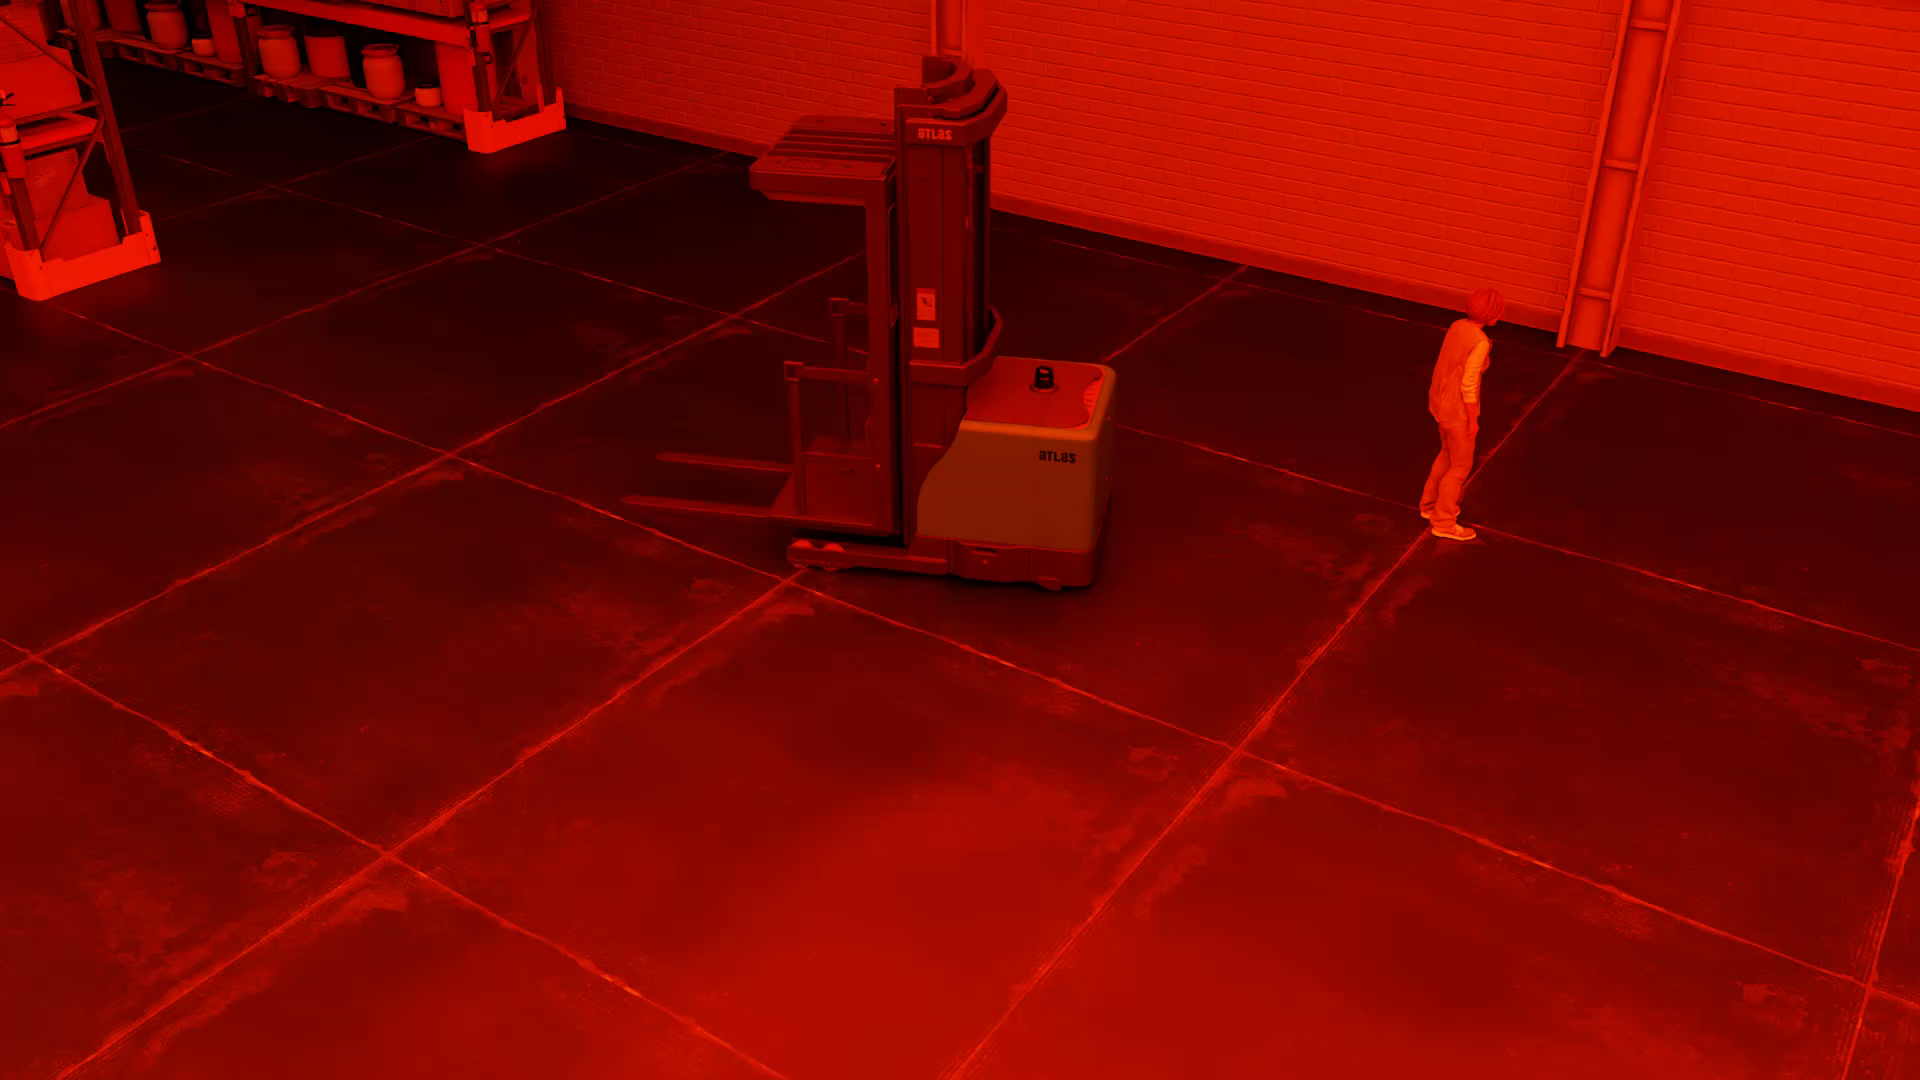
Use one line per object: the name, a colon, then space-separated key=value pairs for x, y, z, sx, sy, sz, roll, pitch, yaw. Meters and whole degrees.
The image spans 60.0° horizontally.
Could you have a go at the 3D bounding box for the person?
person: x=3.083 y=-0.790 z=10.279 sx=0.348 sy=1.590 sz=0.468 roll=-2 pitch=30 yaw=-4

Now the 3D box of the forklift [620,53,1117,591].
forklift: x=-0.596 y=-1.330 z=9.871 sx=3.031 sy=2.935 sz=1.130 roll=6 pitch=31 yaw=10
